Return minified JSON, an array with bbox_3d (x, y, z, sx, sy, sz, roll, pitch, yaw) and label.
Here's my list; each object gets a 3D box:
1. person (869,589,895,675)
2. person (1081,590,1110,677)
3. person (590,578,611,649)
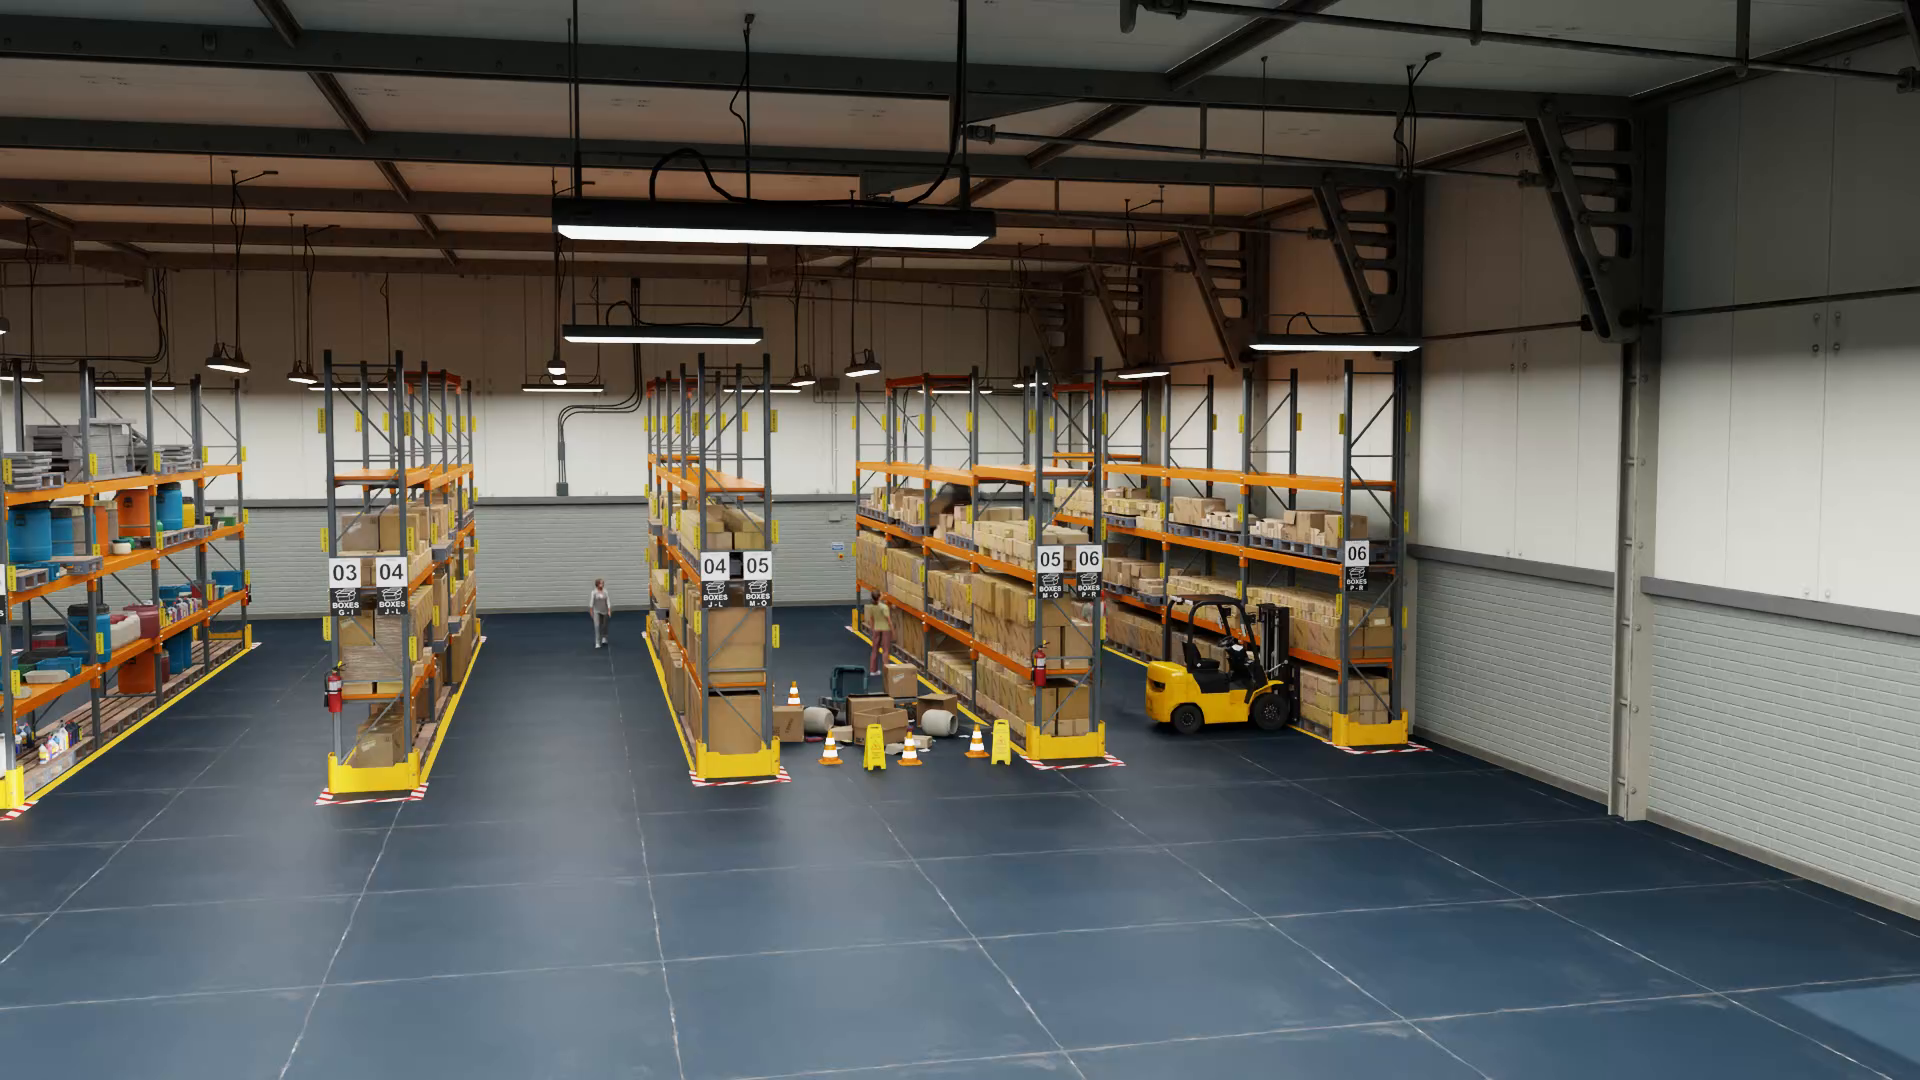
[{"bbox_3d":[-1.450,1.724,31.040,0.533,1.647,0.502,1,4,20],"label":"person"},{"bbox_3d":[2.428,1.674,30.195,0.586,1.711,0.510,-1,4,-19],"label":"person"},{"bbox_3d":[-8.090,1.631,37.401,0.469,1.542,0.961,-1,4,-12],"label":"person"}]
